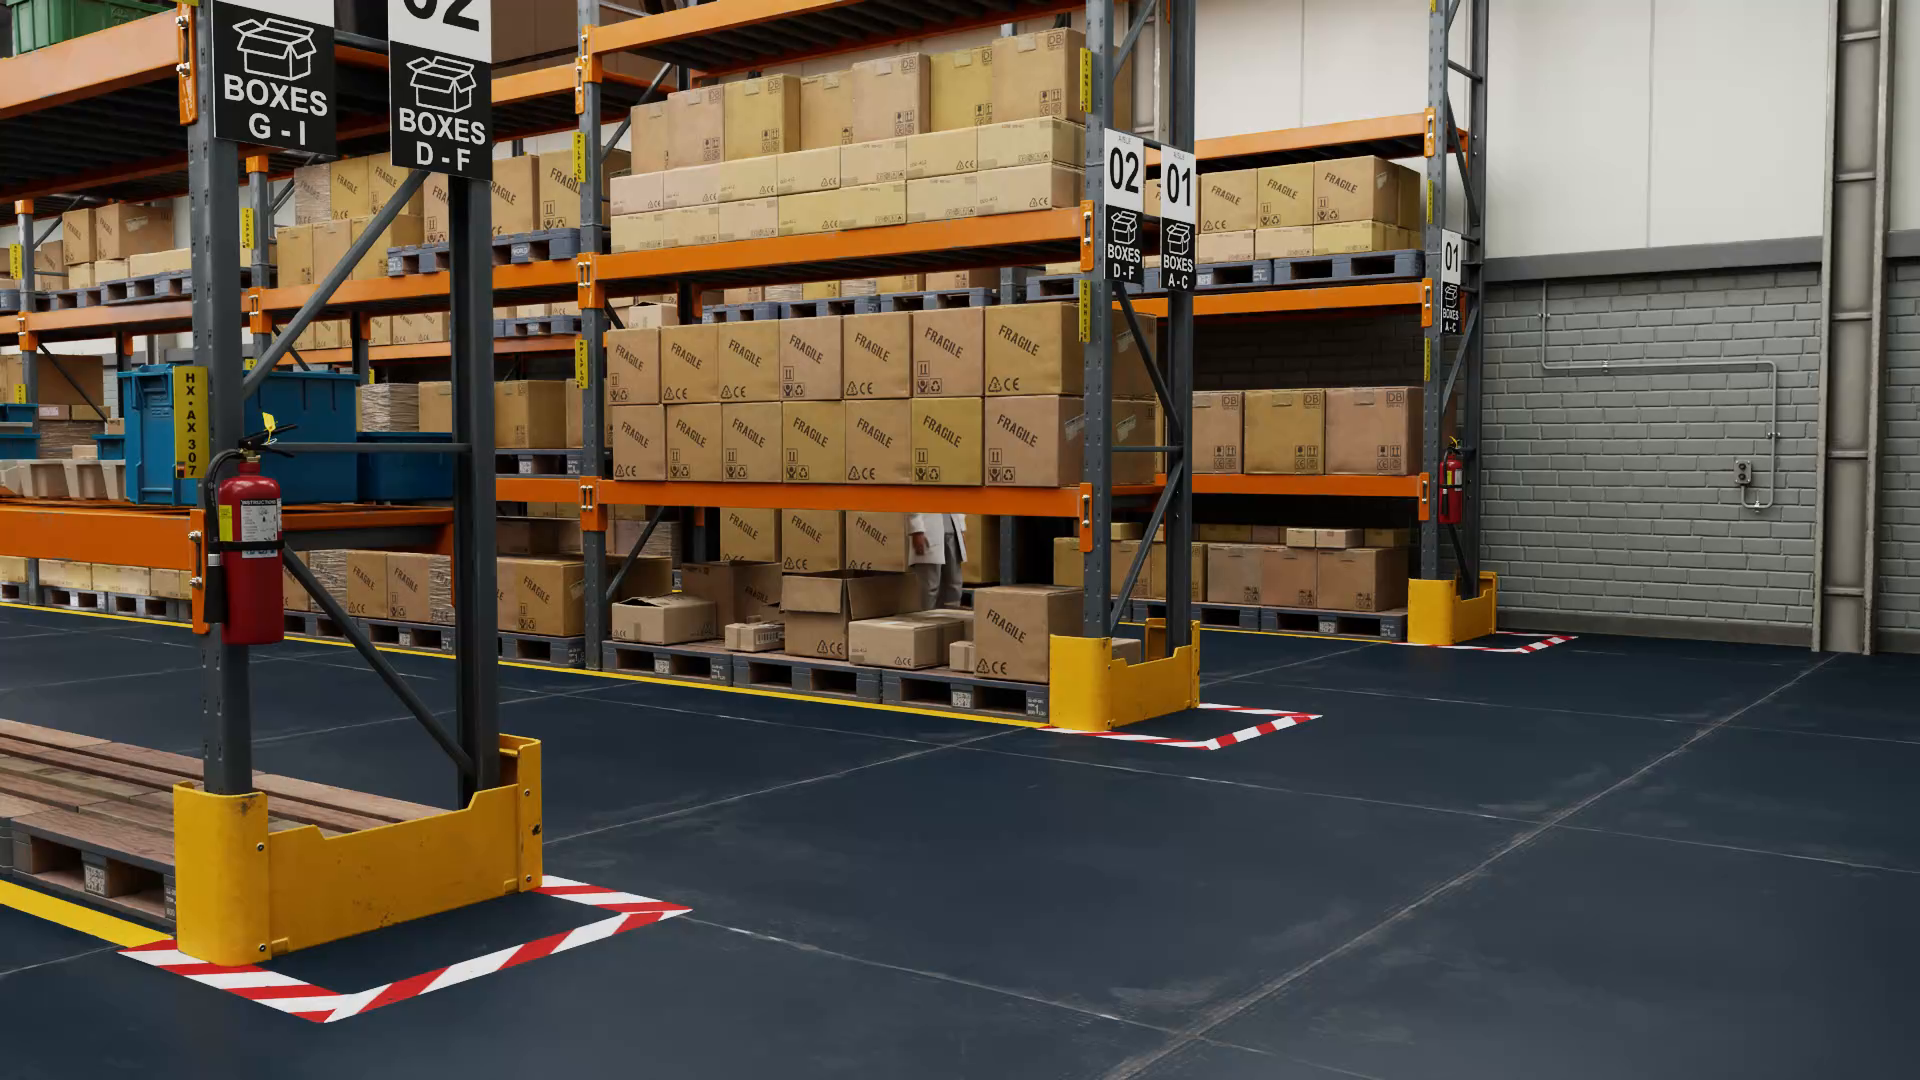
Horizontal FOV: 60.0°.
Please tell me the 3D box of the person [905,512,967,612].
[{"bbox_3d":[-0.160,-0.036,12.083,0.428,1.772,0.640,2,4,37],"label":"person"}]
